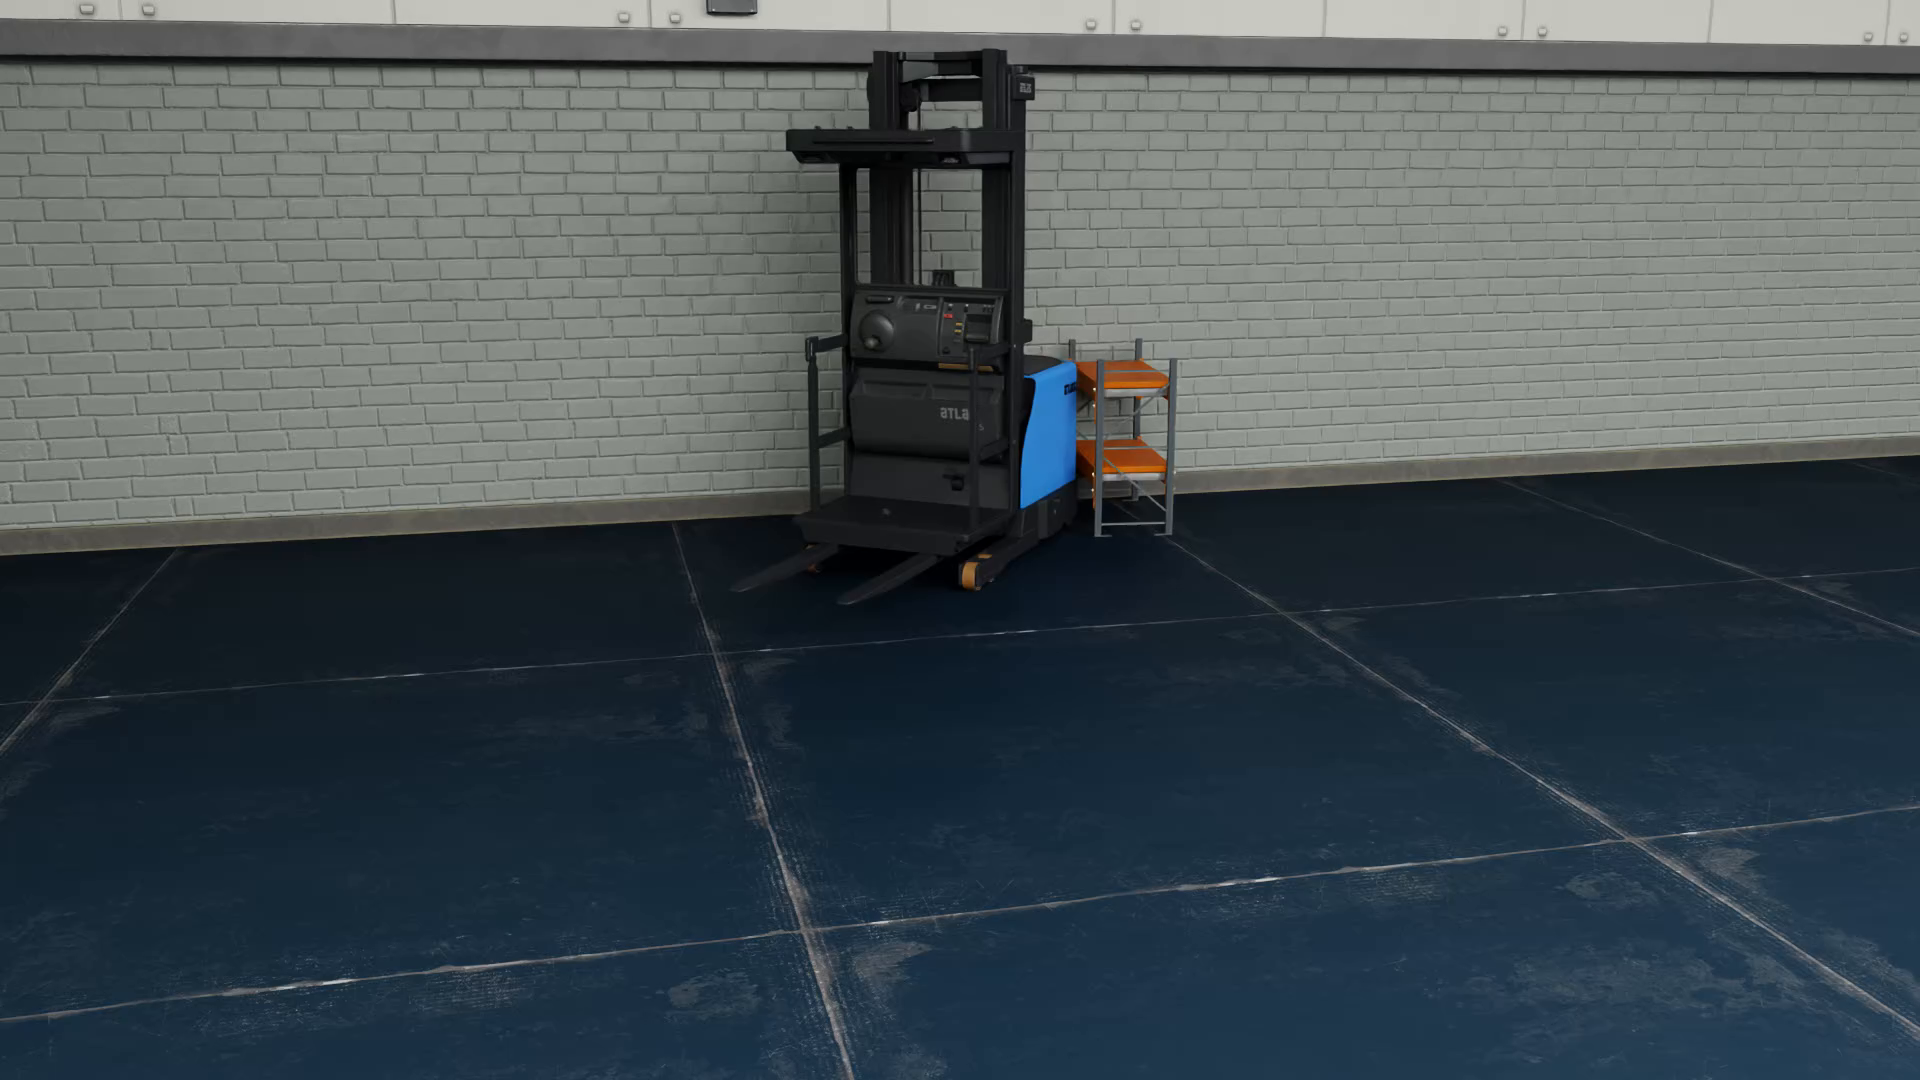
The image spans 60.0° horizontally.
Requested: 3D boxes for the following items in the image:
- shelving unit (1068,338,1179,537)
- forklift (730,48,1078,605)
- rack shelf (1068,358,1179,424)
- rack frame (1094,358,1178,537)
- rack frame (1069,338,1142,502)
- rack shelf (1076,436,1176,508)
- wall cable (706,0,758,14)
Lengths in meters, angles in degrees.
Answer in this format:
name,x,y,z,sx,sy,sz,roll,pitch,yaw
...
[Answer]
name,x,y,z,sx,sy,sz,roll,pitch,yaw
shelving unit,1.042,-0.695,10.903,0.538,1.125,1.048,-1,14,-6
forklift,-0.276,-1.253,9.379,1.130,2.935,3.031,6,15,22
rack shelf,1.042,-0.980,10.834,0.538,0.278,1.000,-1,14,-6
rack frame,1.097,-0.575,10.412,0.500,1.125,0.032,-1,14,-6
rack frame,0.987,-0.815,11.394,0.500,1.125,0.032,-1,14,-6
rack shelf,1.042,-0.458,10.961,0.538,0.278,1.000,-1,14,-6
wall cable,-0.433,-6.226,9.783,2.305,6.003,0.169,-3,14,-13
